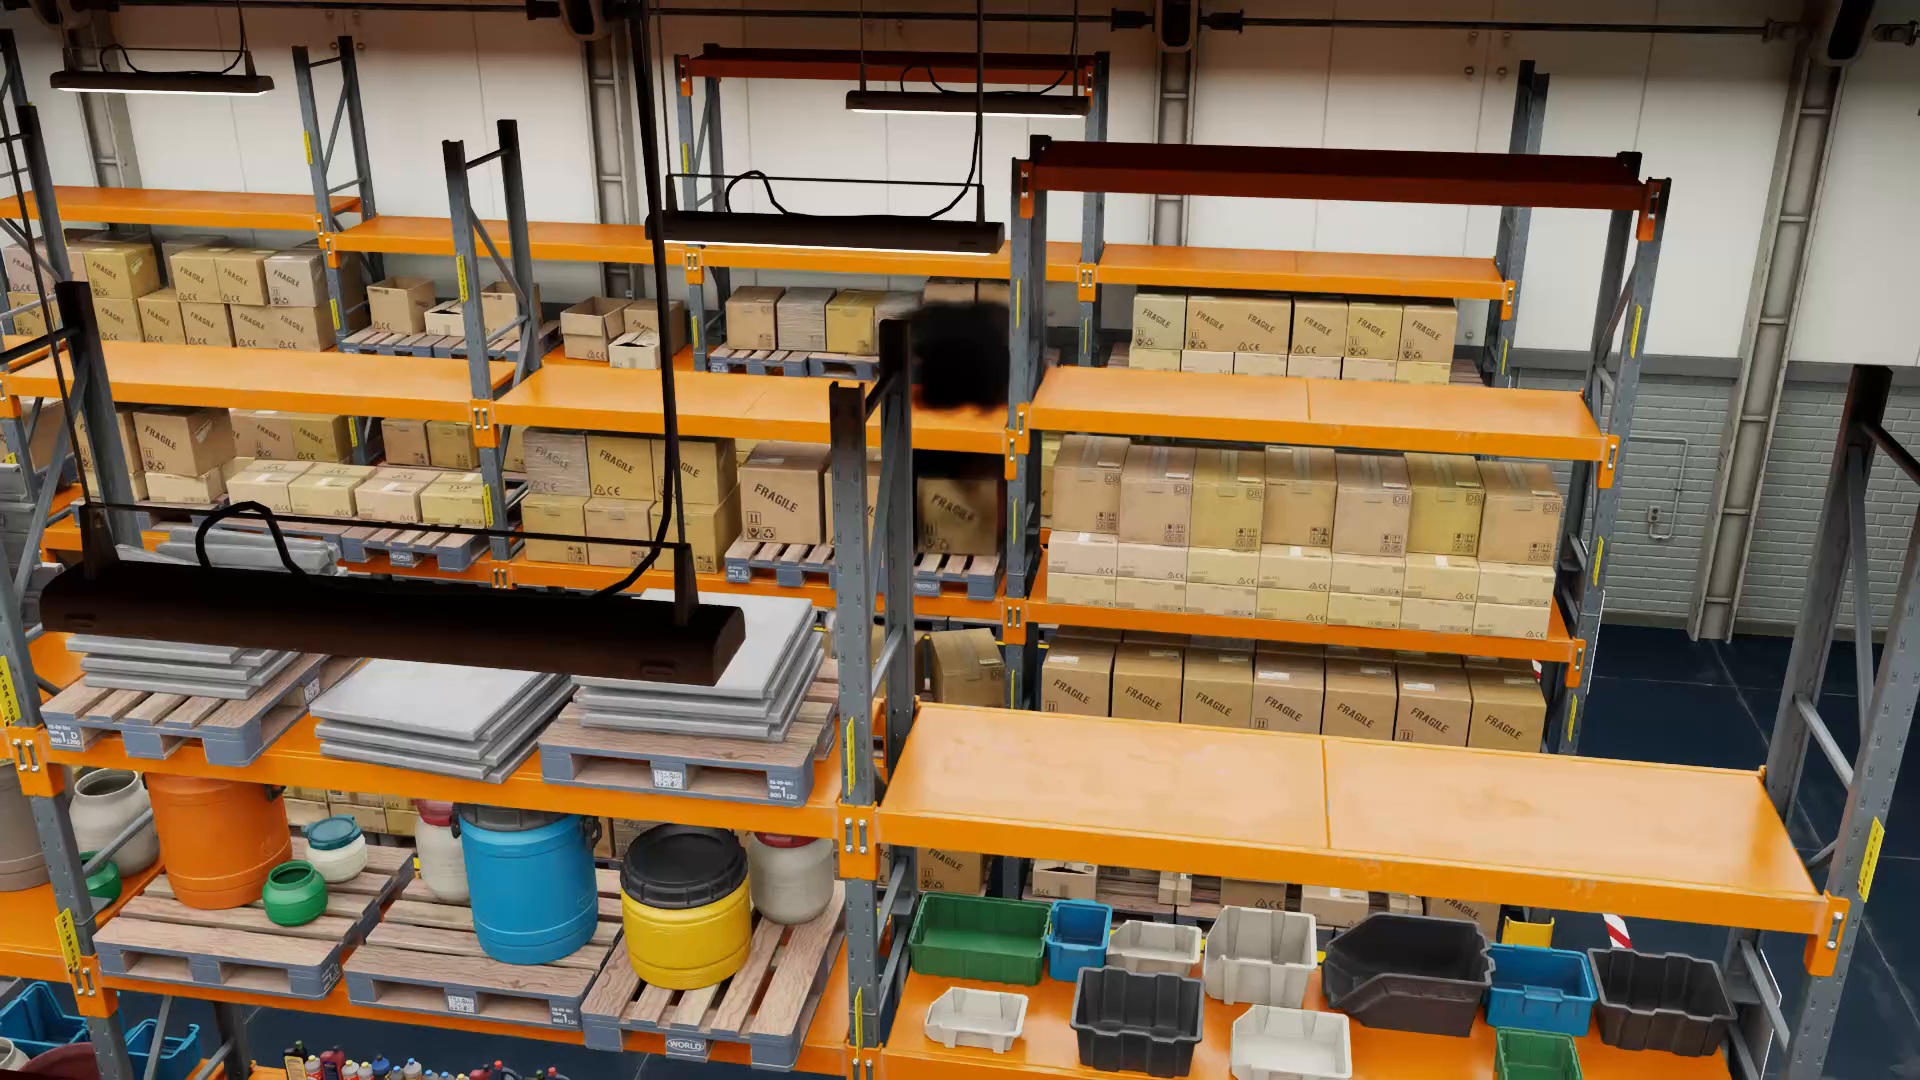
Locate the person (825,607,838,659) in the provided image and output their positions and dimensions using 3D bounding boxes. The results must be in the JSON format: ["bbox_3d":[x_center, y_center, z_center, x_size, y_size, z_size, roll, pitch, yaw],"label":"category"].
[{"bbox_3d":[-0.960,1.078,15.623,0.785,1.731,0.658,-2,23,-4],"label":"person"}]
